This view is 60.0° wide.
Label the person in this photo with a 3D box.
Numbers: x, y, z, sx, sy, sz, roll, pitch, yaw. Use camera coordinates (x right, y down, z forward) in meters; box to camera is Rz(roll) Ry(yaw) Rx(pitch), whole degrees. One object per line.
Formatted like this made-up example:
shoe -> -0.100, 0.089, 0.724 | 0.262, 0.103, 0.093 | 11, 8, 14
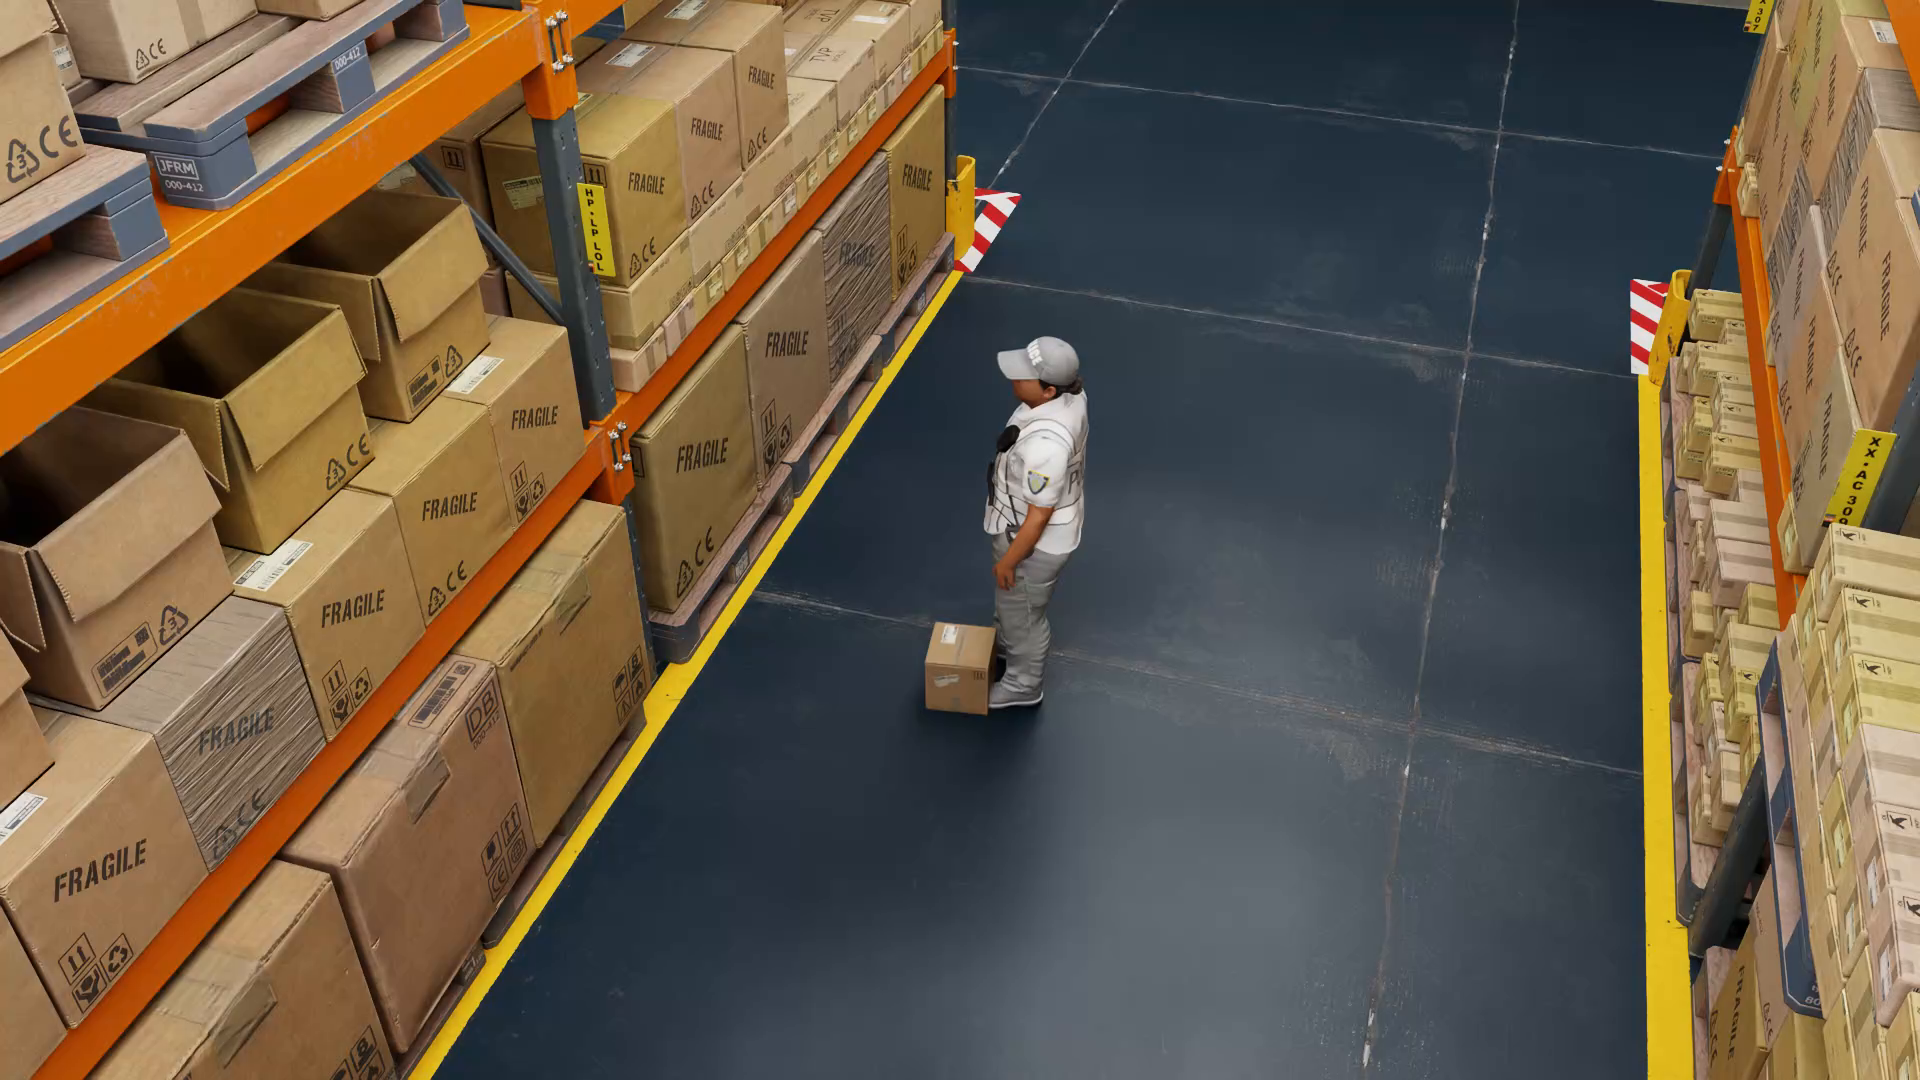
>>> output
person -> 0.195, -0.062, 6.212 | 0.526, 1.669, 0.596 | 7, 38, 9
